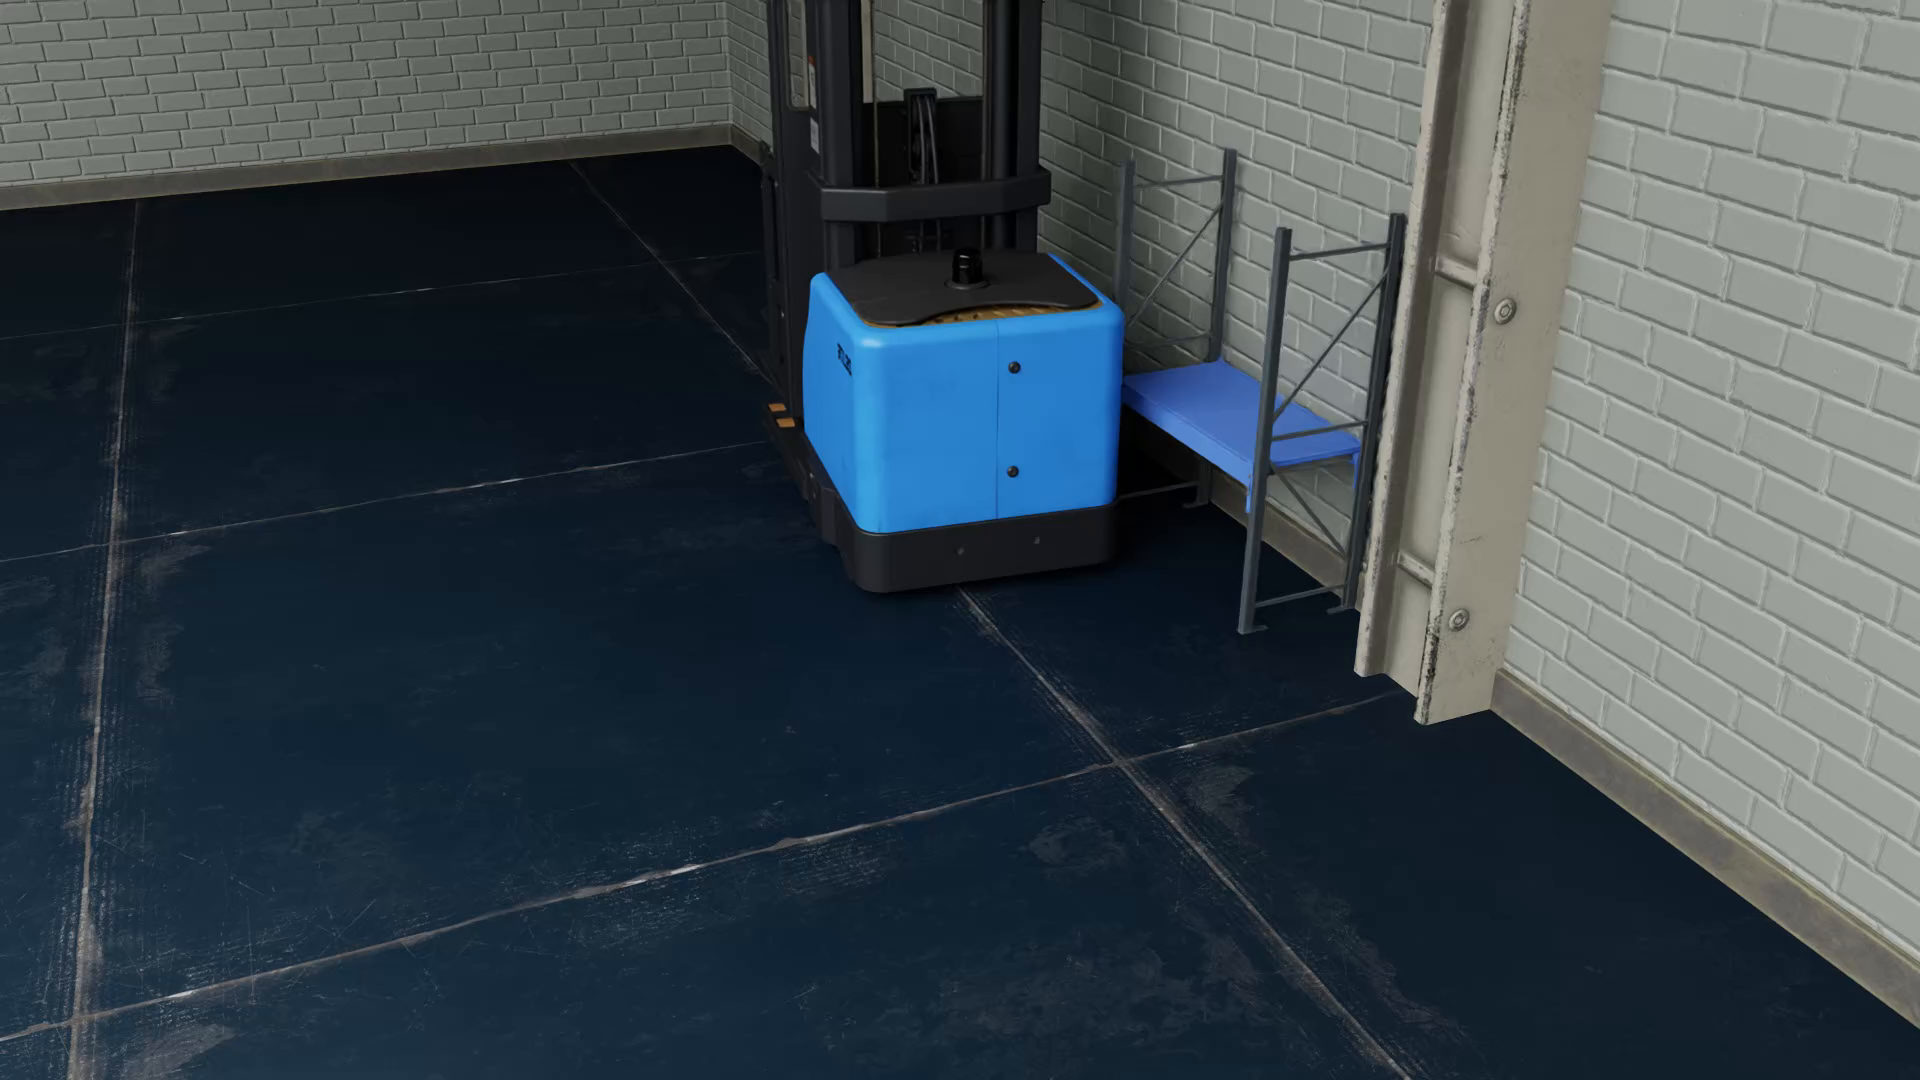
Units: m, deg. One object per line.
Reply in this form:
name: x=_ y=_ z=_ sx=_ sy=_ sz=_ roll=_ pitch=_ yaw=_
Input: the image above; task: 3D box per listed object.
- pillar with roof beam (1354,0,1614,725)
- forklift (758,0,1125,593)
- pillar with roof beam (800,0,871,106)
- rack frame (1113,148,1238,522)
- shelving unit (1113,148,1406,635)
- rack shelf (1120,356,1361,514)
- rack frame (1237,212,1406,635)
pillar with roof beam: x=-2.367 y=-2.797 z=2.222 sx=9.100 sy=9.000 sz=0.400 roll=-11 pitch=28 yaw=-21
forklift: x=-0.290 y=-1.746 z=6.986 sx=1.130 sy=2.935 sz=3.031 roll=-7 pitch=27 yaw=-15
pillar with roof beam: x=-4.717 y=-5.219 z=7.183 sx=9.100 sy=9.000 sz=0.400 roll=-11 pitch=28 yaw=-21
rack frame: x=0.827 y=-0.787 z=6.637 sx=0.500 sy=1.500 sz=0.032 roll=-11 pitch=28 yaw=-22
shelving unit: x=1.039 y=-0.582 z=6.223 sx=0.538 sy=1.500 sz=1.048 roll=-11 pitch=28 yaw=-22
rack shelf: x=1.037 y=-0.421 z=6.302 sx=0.538 sy=0.185 sz=1.000 roll=-11 pitch=28 yaw=-22
rack frame: x=1.252 y=-0.378 z=5.809 sx=0.500 sy=1.500 sz=0.032 roll=-11 pitch=28 yaw=-22
